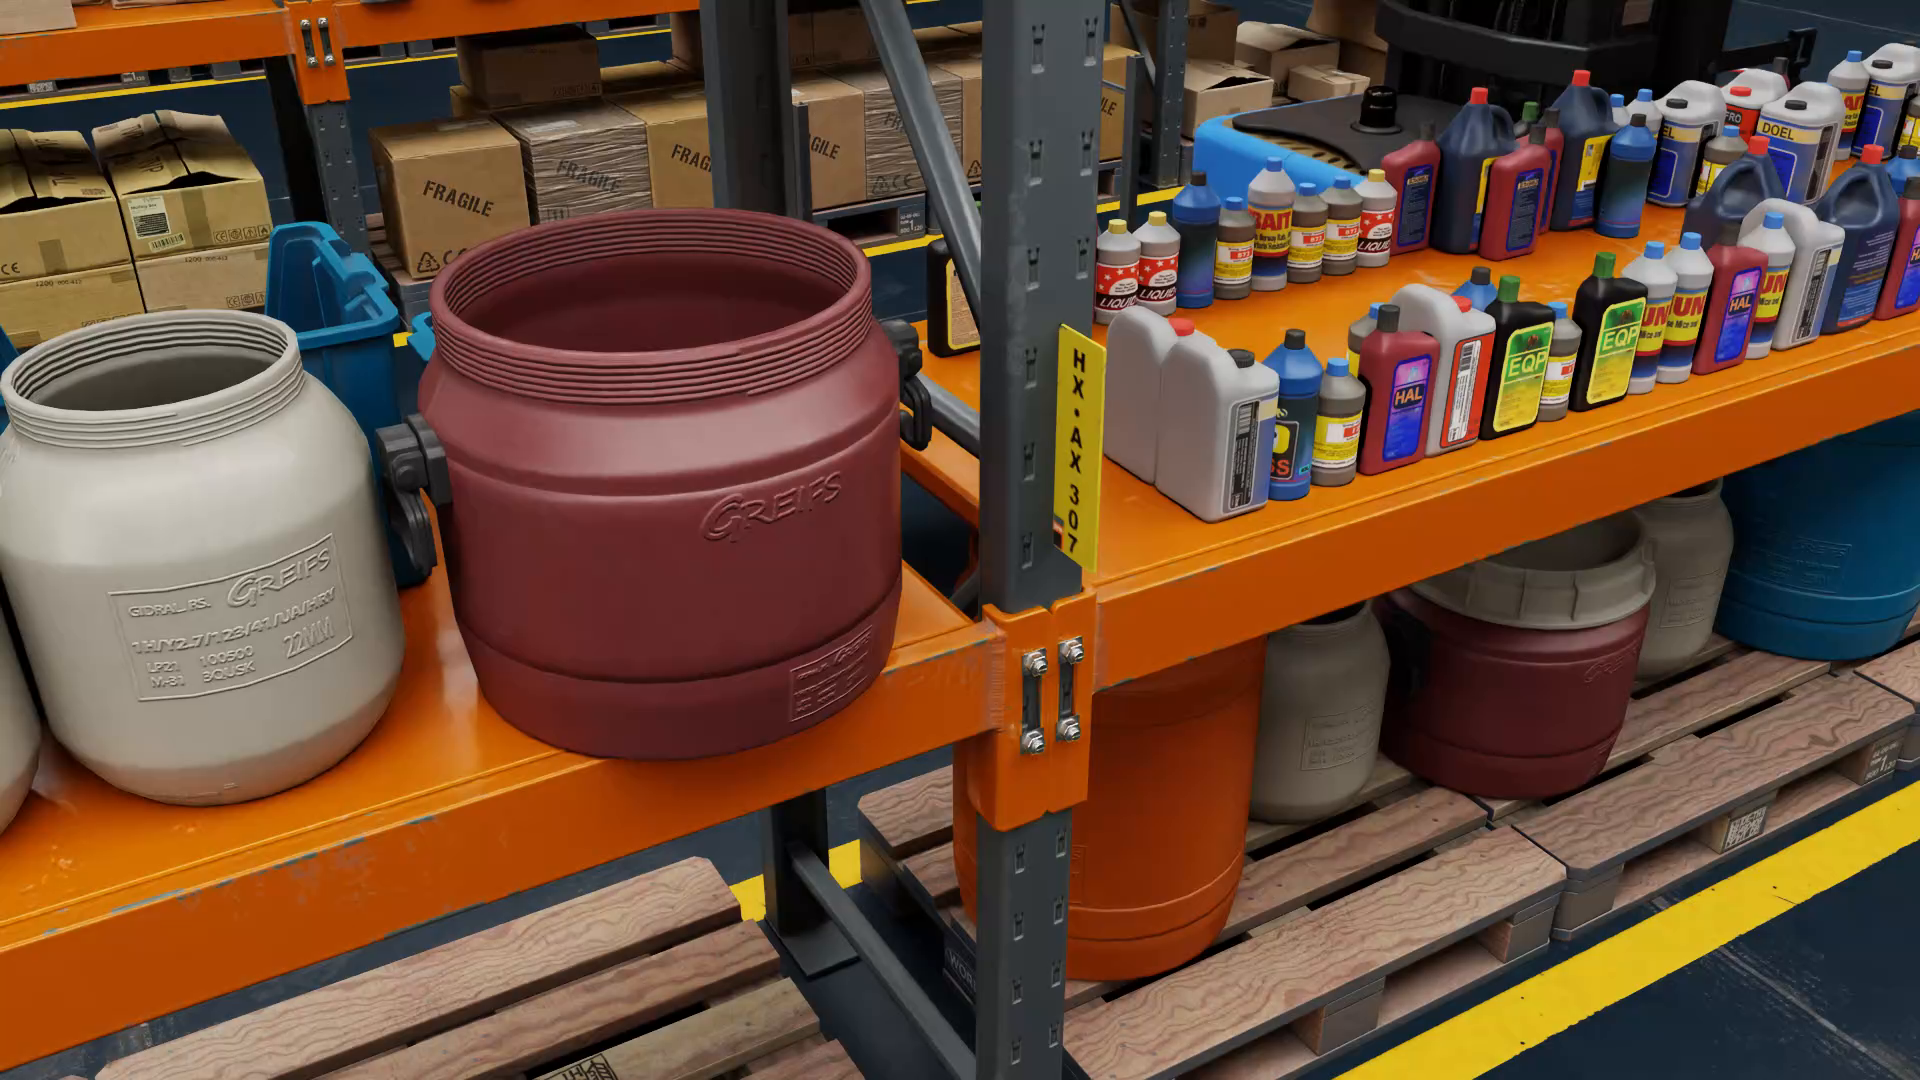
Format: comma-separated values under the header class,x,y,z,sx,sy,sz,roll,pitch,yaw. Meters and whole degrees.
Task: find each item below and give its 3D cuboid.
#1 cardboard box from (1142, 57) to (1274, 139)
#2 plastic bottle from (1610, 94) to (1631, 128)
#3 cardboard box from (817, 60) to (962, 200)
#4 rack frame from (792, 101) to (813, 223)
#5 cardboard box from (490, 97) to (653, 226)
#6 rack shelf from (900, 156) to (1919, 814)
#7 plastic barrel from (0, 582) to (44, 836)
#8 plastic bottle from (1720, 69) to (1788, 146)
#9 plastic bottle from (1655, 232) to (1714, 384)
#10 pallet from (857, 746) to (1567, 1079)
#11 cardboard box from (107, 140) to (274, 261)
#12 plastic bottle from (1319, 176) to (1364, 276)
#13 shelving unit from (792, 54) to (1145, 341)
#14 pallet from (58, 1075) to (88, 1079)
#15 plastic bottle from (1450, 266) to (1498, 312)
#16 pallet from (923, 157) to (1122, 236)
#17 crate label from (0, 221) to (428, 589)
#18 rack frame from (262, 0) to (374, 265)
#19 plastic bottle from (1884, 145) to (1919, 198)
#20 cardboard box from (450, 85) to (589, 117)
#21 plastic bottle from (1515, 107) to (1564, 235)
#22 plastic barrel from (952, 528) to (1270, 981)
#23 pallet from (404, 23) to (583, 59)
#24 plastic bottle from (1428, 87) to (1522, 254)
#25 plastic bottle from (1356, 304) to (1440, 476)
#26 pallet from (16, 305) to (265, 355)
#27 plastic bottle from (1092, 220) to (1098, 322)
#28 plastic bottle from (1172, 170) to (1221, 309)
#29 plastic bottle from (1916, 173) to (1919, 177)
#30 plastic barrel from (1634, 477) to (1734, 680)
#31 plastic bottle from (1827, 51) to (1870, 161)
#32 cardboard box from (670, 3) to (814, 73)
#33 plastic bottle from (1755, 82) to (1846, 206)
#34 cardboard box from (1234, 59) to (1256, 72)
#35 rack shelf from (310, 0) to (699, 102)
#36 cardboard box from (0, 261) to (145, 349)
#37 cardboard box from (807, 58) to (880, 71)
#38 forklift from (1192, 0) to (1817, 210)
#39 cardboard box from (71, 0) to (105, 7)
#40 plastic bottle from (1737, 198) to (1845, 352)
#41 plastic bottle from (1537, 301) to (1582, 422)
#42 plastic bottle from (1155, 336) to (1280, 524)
class,x,y,z,sx,sy,sz,roll,pitch,yaw
cardboard box,1.285,-2.344,8.720,0.500,0.311,0.500,-16,33,-26
plastic bottle,1.531,-0.916,3.939,0.097,0.271,0.097,0,29,0
cardboard box,-0.330,-1.934,7.781,0.500,0.500,0.500,-15,32,-26
rack frame,-0.512,-0.511,4.624,0.032,1.500,0.500,-16,33,-26
cardboard box,-1.650,-1.558,7.100,0.500,0.500,0.500,-17,33,-28
rack shelf,1.595,-0.447,3.700,4.000,0.370,1.077,-16,33,-26
plastic barrel,-1.271,0.123,1.807,0.421,0.512,0.421,0,29,0
plastic bottle,1.929,-1.016,4.115,0.135,0.276,0.152,-16,33,-26
plastic bottle,1.318,-0.430,3.059,0.097,0.271,0.097,0,29,0
pallet,0.529,0.738,3.694,1.213,0.211,1.003,-16,33,-26
cardboard box,-2.962,-1.331,6.389,0.500,0.311,0.500,-15,32,-25
plastic bottle,0.815,-0.682,3.587,0.097,0.201,0.097,0,29,0
shelving unit,-0.066,-0.638,4.854,1.083,1.500,0.587,-16,33,-26
pallet,-1.867,1.419,2.461,1.213,0.211,1.003,-16,33,-26
plastic bottle,0.890,-0.343,2.900,0.097,0.271,0.097,0,29,0
pallet,0.131,-1.880,8.438,1.213,0.211,1.003,-16,33,-26
crate label,-1.123,-0.157,2.394,0.616,0.435,0.502,-16,33,-26
rack frame,-2.635,-2.337,6.380,0.127,3.000,1.000,-16,33,-26
plastic bottle,1.998,-0.709,3.563,0.097,0.271,0.097,0,29,0
cardboard box,-1.948,-1.762,7.469,0.500,0.500,0.500,-15,32,-24
plastic bottle,1.294,-0.830,3.771,0.133,0.283,0.061,-16,33,-26
plastic barrel,0.284,0.367,3.292,0.708,0.830,0.600,-16,33,-26
pallet,-3.380,-3.637,11.621,1.213,0.211,1.003,-16,33,-26
plastic bottle,1.147,-0.829,3.698,0.185,0.351,0.144,-16,33,-26
plastic bottle,0.714,-0.254,2.726,0.133,0.283,0.061,-16,33,-26
pallet,-3.365,-0.930,6.718,1.213,0.211,1.003,-16,33,-26
plastic bottle,0.202,-0.554,3.271,0.133,0.283,0.061,-16,33,-26
plastic bottle,0.479,-0.617,3.397,0.097,0.271,0.097,0,29,0
plastic bottle,2.078,-0.663,3.476,0.135,0.276,0.152,-16,33,-26
plastic barrel,1.699,0.054,4.187,0.421,0.512,0.421,0,29,0
plastic bottle,2.298,-1.134,4.333,0.097,0.271,0.097,0,29,0
cardboard box,-1.022,-2.358,7.773,0.500,0.250,0.500,-17,33,-27
plastic bottle,2.006,-0.952,4.000,0.135,0.276,0.152,-16,33,-26
cardboard box,1.454,-2.635,9.415,0.250,0.149,0.380,-16,33,-26
rack shelf,-0.911,-2.511,7.440,4.000,0.370,1.077,-16,33,-26
cardboard box,-3.408,-0.959,6.294,0.500,0.250,0.500,-16,33,-27
cardboard box,-0.616,-2.143,8.160,0.500,0.500,0.500,-15,32,-26
forklift,2.307,-1.919,5.694,3.031,2.935,1.130,-16,33,-26
cardboard box,-3.505,-2.159,6.151,0.500,0.311,0.500,-16,33,-27
plastic bottle,1.603,-0.529,3.232,0.135,0.276,0.152,-16,33,-26
plastic bottle,1.035,-0.319,2.930,0.097,0.201,0.097,0,29,0
plastic bottle,0.408,-0.189,2.617,0.135,0.276,0.152,-16,33,-26
